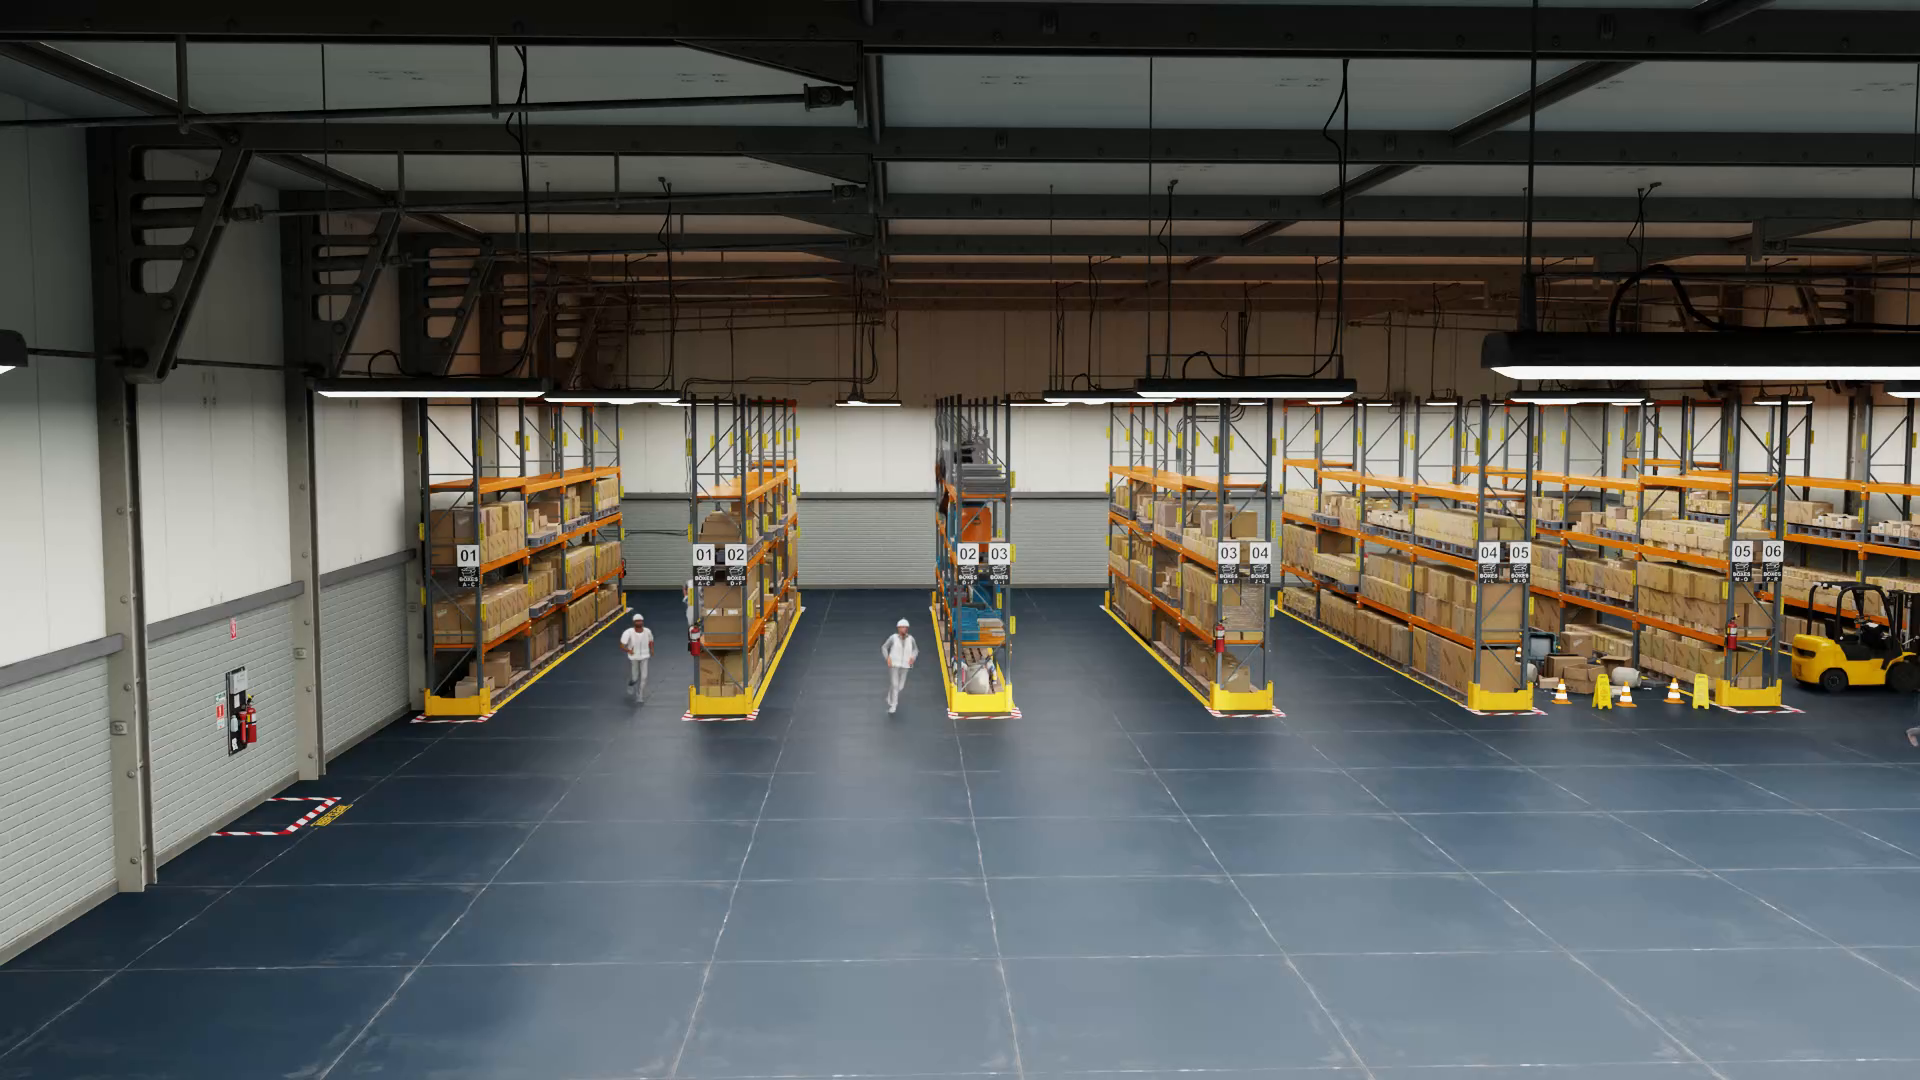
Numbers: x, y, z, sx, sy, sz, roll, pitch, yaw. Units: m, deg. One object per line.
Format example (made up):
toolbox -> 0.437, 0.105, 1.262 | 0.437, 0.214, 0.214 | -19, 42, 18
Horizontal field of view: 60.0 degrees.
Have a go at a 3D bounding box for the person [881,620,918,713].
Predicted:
person -> -1.143, 2.377, 31.715 | 0.713, 1.724, 0.756 | -1, 5, -17

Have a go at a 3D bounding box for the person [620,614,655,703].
person -> -6.294, 2.302, 32.508 | 0.699, 1.728, 0.687 | -2, 5, -26

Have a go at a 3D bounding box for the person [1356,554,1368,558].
person -> 11.841, 1.024, 49.092 | 0.915, 1.722, 0.686 | 0, 5, -5

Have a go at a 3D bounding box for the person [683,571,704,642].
person -> -6.469, 1.613, 40.650 | 0.652, 1.805, 0.983 | 0, 4, -2

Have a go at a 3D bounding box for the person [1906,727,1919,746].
person -> 16.128, 2.799, 27.420 | 0.569, 1.614, 0.910 | -4, 6, -42
